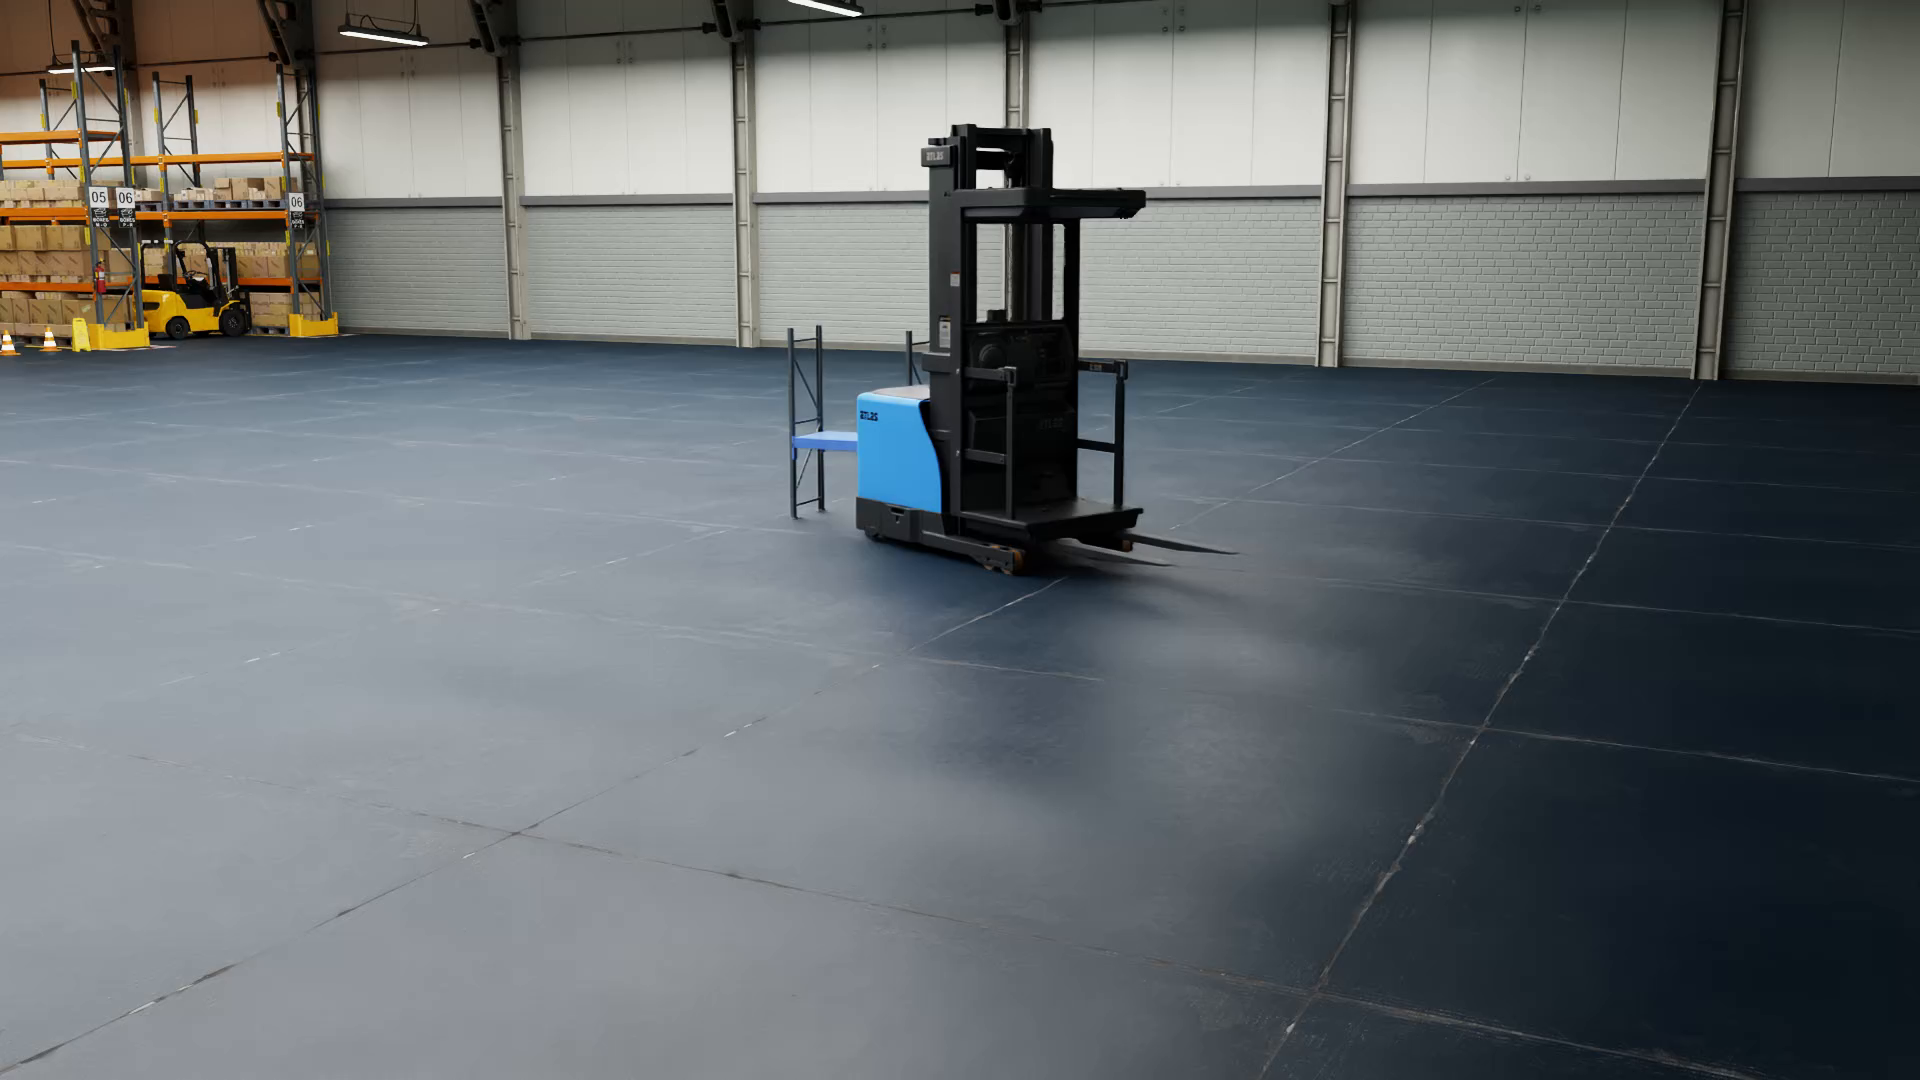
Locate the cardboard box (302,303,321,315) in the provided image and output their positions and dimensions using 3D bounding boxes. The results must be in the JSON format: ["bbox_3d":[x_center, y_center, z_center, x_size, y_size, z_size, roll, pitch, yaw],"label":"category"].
[{"bbox_3d":[-15.212,-5.365,38.591,0.500,0.250,0.500,5,12,27],"label":"cardboard box"}]

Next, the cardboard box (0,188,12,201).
[{"bbox_3d":[-19.479,-7.107,34.241,0.500,0.250,0.500,5,11,26],"label":"cardboard box"}]

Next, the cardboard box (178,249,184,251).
[{"bbox_3d":[-18.300,-6.812,39.344,0.250,0.149,0.380,5,11,25],"label":"cardboard box"}]

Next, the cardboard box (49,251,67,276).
[{"bbox_3d":[-18.131,-5.637,33.839,0.500,0.500,0.500,5,11,26],"label":"cardboard box"}]

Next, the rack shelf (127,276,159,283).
[{"bbox_3d":[-20.263,-6.314,40.717,4.000,0.370,1.077,5,11,26],"label":"rack shelf"}]

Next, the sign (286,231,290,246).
[{"bbox_3d":[-15.135,-6.796,37.443,0.005,0.325,0.100,5,11,26],"label":"sign"}]

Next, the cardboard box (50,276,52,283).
[{"bbox_3d":[-18.414,-5.358,34.119,0.250,0.149,0.380,5,11,27],"label":"cardboard box"}]

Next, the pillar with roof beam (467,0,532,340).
[{"bbox_3d":[-11.632,-8.186,32.193,0.548,9.000,9.100,5,11,26],"label":"pillar with roof beam"}]

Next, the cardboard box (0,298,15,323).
[{"bbox_3d":[-19.768,-4.810,34.823,0.500,0.500,0.500,6,12,28],"label":"cardboard box"}]

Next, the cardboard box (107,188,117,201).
[{"bbox_3d":[-17.409,-7.033,33.832,0.500,0.250,0.500,5,11,25],"label":"cardboard box"}]

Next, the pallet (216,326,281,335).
[{"bbox_3d":[-16.677,-4.973,39.117,1.213,0.211,1.003,5,11,26],"label":"pallet"}]

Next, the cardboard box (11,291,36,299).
[{"bbox_3d":[-19.463,-5.090,34.544,0.250,0.149,0.380,6,12,29],"label":"cardboard box"}]

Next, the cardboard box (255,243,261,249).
[{"bbox_3d":[-15.969,-6.767,38.261,0.250,0.149,0.380,5,11,26],"label":"cardboard box"}]

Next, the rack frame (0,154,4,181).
[{"bbox_3d":[-20.663,-8.670,34.866,0.127,3.000,1.000,5,11,26],"label":"rack frame"}]

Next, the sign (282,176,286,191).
[{"bbox_3d":[-15.135,-7.983,37.229,0.005,0.325,0.100,5,11,26],"label":"sign"}]

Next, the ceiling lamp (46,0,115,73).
[{"bbox_3d":[-19.318,-11.973,36.728,2.000,3.185,0.800,5,11,26],"label":"ceiling lamp"}]

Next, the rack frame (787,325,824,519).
[{"bbox_3d":[-1.223,-0.943,13.229,0.032,1.500,0.500,4,11,23],"label":"rack frame"}]

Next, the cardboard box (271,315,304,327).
[{"bbox_3d":[-15.444,-5.036,38.174,0.500,0.250,0.500,5,11,26],"label":"cardboard box"}]

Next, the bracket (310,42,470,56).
[{"bbox_3d":[-12.567,-10.824,36.661,4.783,0.066,0.076,5,11,26],"label":"bracket"}]

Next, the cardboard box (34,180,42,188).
[{"bbox_3d":[-18.605,-7.244,33.876,0.250,0.149,0.380,5,11,24],"label":"cardboard box"}]

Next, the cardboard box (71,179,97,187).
[{"bbox_3d":[-17.510,-7.127,33.230,0.250,0.149,0.380,5,11,26],"label":"cardboard box"}]

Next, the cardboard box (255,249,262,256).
[{"bbox_3d":[-15.983,-6.614,38.247,0.250,0.149,0.380,5,11,25],"label":"cardboard box"}]

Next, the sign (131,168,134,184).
[{"bbox_3d":[-16.836,-7.395,33.793,0.005,0.325,0.100,5,11,26],"label":"sign"}]

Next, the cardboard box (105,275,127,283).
[{"bbox_3d":[-17.289,-5.339,34.012,0.250,0.149,0.380,5,11,26],"label":"cardboard box"}]

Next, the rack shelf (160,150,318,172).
[{"bbox_3d":[-16.676,-8.754,38.477,4.000,0.370,1.077,5,11,26],"label":"rack shelf"}]

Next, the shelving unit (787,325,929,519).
[{"bbox_3d":[-0.758,-0.906,13.027,1.048,1.500,0.538,4,11,23],"label":"shelving unit"}]

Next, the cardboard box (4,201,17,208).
[{"bbox_3d":[-19.374,-6.891,34.165,0.250,0.149,0.380,5,11,25],"label":"cardboard box"}]

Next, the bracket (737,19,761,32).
[{"bbox_3d":[-4.132,-10.083,32.565,0.430,0.232,0.235,5,11,26],"label":"bracket"}]

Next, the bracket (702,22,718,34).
[{"bbox_3d":[-4.876,-10.148,32.927,0.430,0.232,0.235,5,11,26],"label":"bracket"}]

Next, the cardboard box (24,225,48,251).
[{"bbox_3d":[-18.584,-6.160,33.922,0.500,0.500,0.700,5,11,25],"label":"cardboard box"}]

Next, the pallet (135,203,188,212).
[{"bbox_3d":[-19.267,-7.960,39.905,1.217,0.209,0.805,5,11,24],"label":"pallet"}]

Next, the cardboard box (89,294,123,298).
[{"bbox_3d":[-20.914,-5.763,41.137,0.625,0.625,0.875,5,12,28],"label":"cardboard box"}]

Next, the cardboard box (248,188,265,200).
[{"bbox_3d":[-15.988,-7.898,37.942,0.258,0.266,0.396,5,11,26],"label":"cardboard box"}]

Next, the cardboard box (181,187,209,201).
[{"bbox_3d":[-17.832,-8.094,38.899,0.500,0.311,0.500,5,12,27],"label":"cardboard box"}]

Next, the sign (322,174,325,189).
[{"bbox_3d":[-14.632,-8.229,38.176,0.005,0.325,0.100,5,11,26],"label":"sign"}]

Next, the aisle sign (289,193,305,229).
[{"bbox_3d":[-14.954,-7.423,37.521,0.004,0.787,0.394,5,11,26],"label":"aisle sign"}]

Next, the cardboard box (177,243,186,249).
[{"bbox_3d":[-18.315,-6.953,39.288,0.250,0.149,0.380,5,12,27],"label":"cardboard box"}]

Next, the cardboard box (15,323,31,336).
[{"bbox_3d":[-19.292,-4.400,34.661,0.500,0.250,0.500,5,11,25],"label":"cardboard box"}]

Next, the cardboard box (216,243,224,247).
[{"bbox_3d":[-17.125,-6.864,38.797,0.250,0.149,0.380,5,11,26],"label":"cardboard box"}]

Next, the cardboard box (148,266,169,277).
[{"bbox_3d":[-19.038,-6.435,39.784,0.500,0.250,0.500,5,12,27],"label":"cardboard box"}]

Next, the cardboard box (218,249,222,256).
[{"bbox_3d":[-17.165,-6.707,38.762,0.250,0.149,0.380,5,11,24],"label":"cardboard box"}]

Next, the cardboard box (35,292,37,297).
[{"bbox_3d":[-23.087,-6.165,41.888,0.250,0.149,0.380,5,11,24],"label":"cardboard box"}]

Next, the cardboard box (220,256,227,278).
[{"bbox_3d":[-16.817,-6.362,38.680,0.500,0.500,0.500,5,11,26],"label":"cardboard box"}]

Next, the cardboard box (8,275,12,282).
[{"bbox_3d":[-19.562,-5.449,34.623,0.250,0.149,0.380,5,11,26],"label":"cardboard box"}]

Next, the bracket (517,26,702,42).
[{"bbox_3d":[-7.187,-10.351,34.049,4.783,0.066,0.076,5,11,26],"label":"bracket"}]

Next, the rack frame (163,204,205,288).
[{"bbox_3d":[-18.470,-6.511,39.782,0.127,3.000,1.000,5,11,26],"label":"rack frame"}]

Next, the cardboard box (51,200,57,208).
[{"bbox_3d":[-18.178,-6.810,33.717,0.250,0.149,0.380,5,11,26],"label":"cardboard box"}]

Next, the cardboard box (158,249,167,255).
[{"bbox_3d":[-18.874,-6.871,39.668,0.250,0.149,0.380,5,12,28],"label":"cardboard box"}]

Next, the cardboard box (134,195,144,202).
[{"bbox_3d":[-19.590,-8.157,39.702,0.250,0.149,0.380,5,11,26],"label":"cardboard box"}]

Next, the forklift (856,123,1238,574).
[{"bbox_3d":[0.550,-1.316,11.272,1.130,2.935,3.031,-8,13,-38],"label":"forklift"}]
